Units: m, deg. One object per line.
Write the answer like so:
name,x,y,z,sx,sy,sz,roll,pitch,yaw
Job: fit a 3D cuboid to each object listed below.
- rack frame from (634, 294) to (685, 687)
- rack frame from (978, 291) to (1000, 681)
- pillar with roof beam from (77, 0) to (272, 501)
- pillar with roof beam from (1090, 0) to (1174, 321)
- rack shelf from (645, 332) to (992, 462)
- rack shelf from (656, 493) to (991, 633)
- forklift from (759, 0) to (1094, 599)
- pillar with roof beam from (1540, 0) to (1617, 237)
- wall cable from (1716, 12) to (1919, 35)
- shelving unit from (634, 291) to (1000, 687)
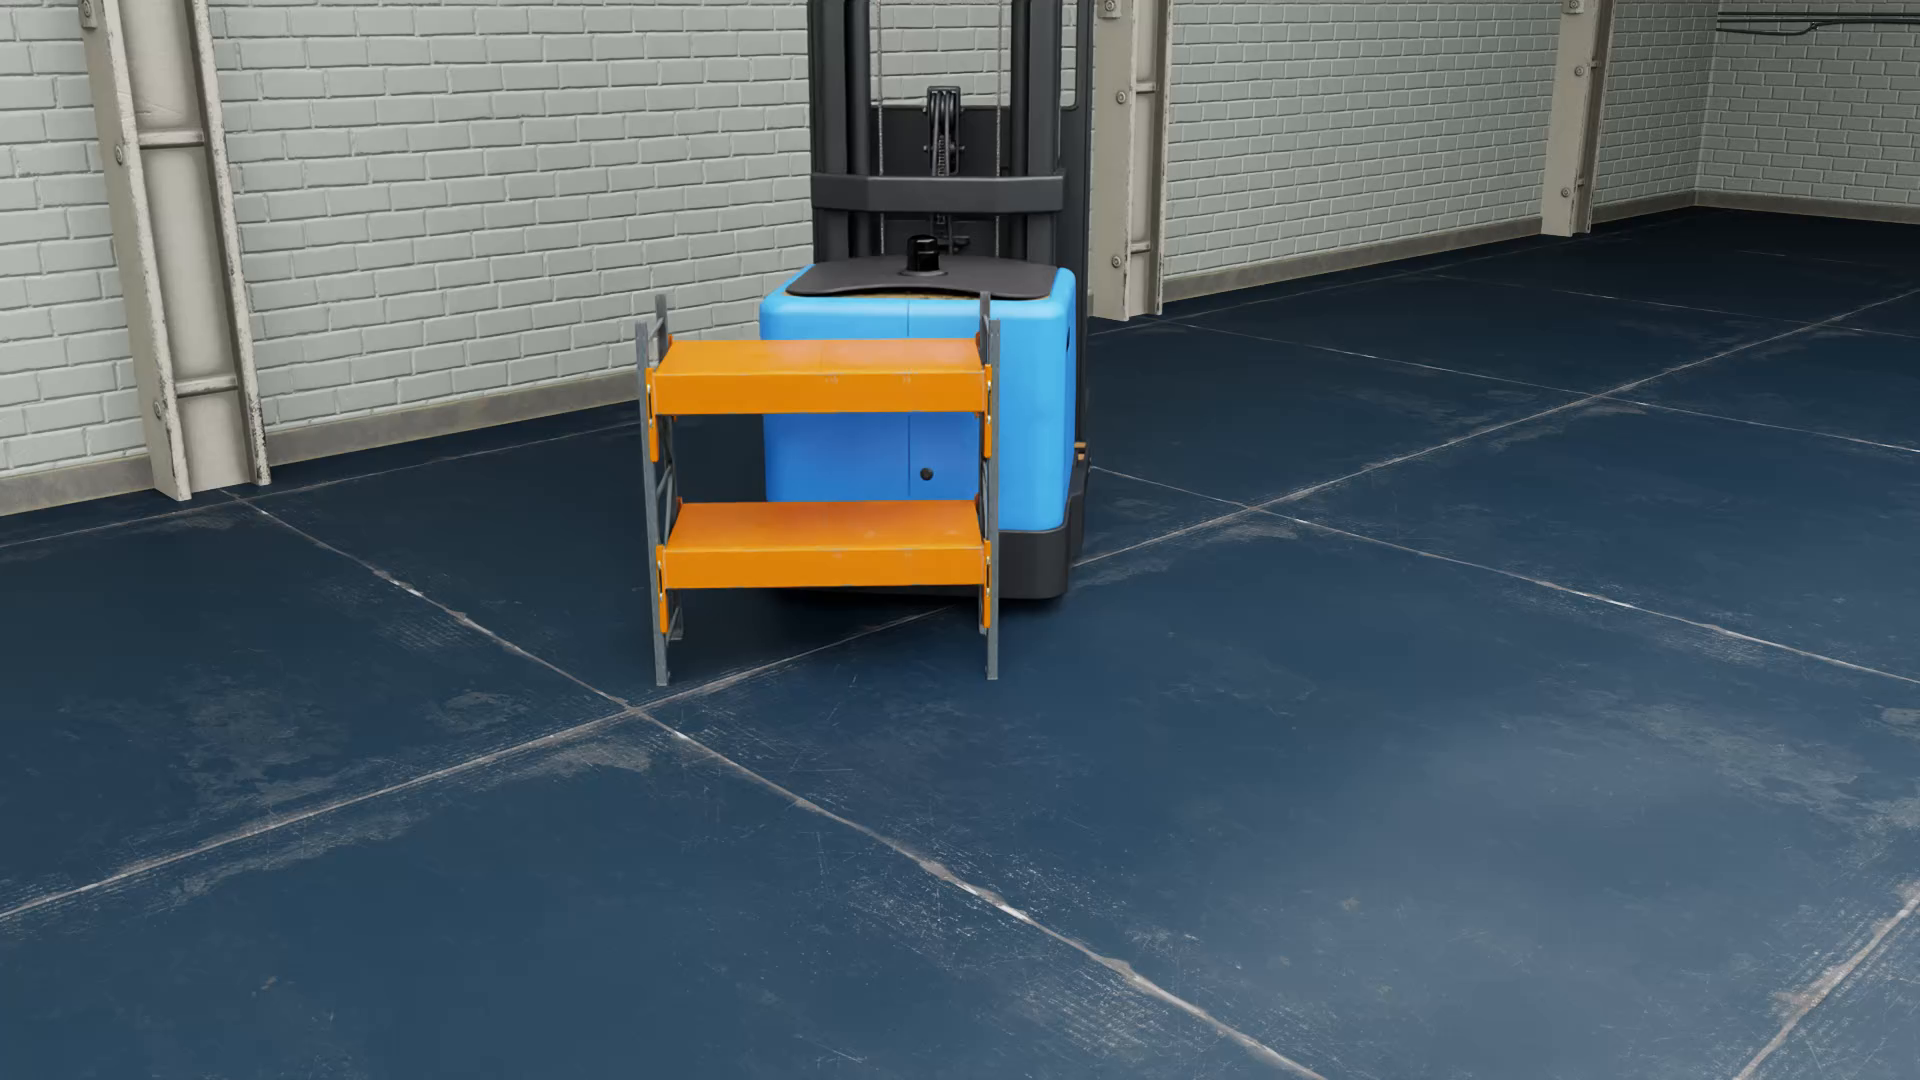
rack frame,-0.926,-0.161,5.159,0.032,1.125,0.500,-1,18,-3
rack frame,0.089,-0.176,5.203,0.032,1.125,0.500,-1,18,-3
pillar with roof beam,-0.290,-3.555,2.860,0.400,9.000,9.100,-16,24,-41
pillar with roof beam,4.070,-4.827,6.781,0.400,9.000,9.100,-16,24,-41
rack shelf,-0.418,-0.447,5.091,1.000,0.278,0.538,-1,18,-3
rack shelf,-0.418,0.064,5.257,1.000,0.278,0.538,-1,18,-3
forklift,-0.010,-1.603,6.676,1.130,2.935,3.031,2,18,6
pillar with roof beam,8.430,-6.098,10.703,0.400,9.000,9.100,-16,24,-41
wall cable,8.521,-5.914,15.169,0.112,2.526,3.097,-16,24,-41
shelving unit,-0.418,-0.169,5.181,1.048,1.125,0.538,-1,18,-3
